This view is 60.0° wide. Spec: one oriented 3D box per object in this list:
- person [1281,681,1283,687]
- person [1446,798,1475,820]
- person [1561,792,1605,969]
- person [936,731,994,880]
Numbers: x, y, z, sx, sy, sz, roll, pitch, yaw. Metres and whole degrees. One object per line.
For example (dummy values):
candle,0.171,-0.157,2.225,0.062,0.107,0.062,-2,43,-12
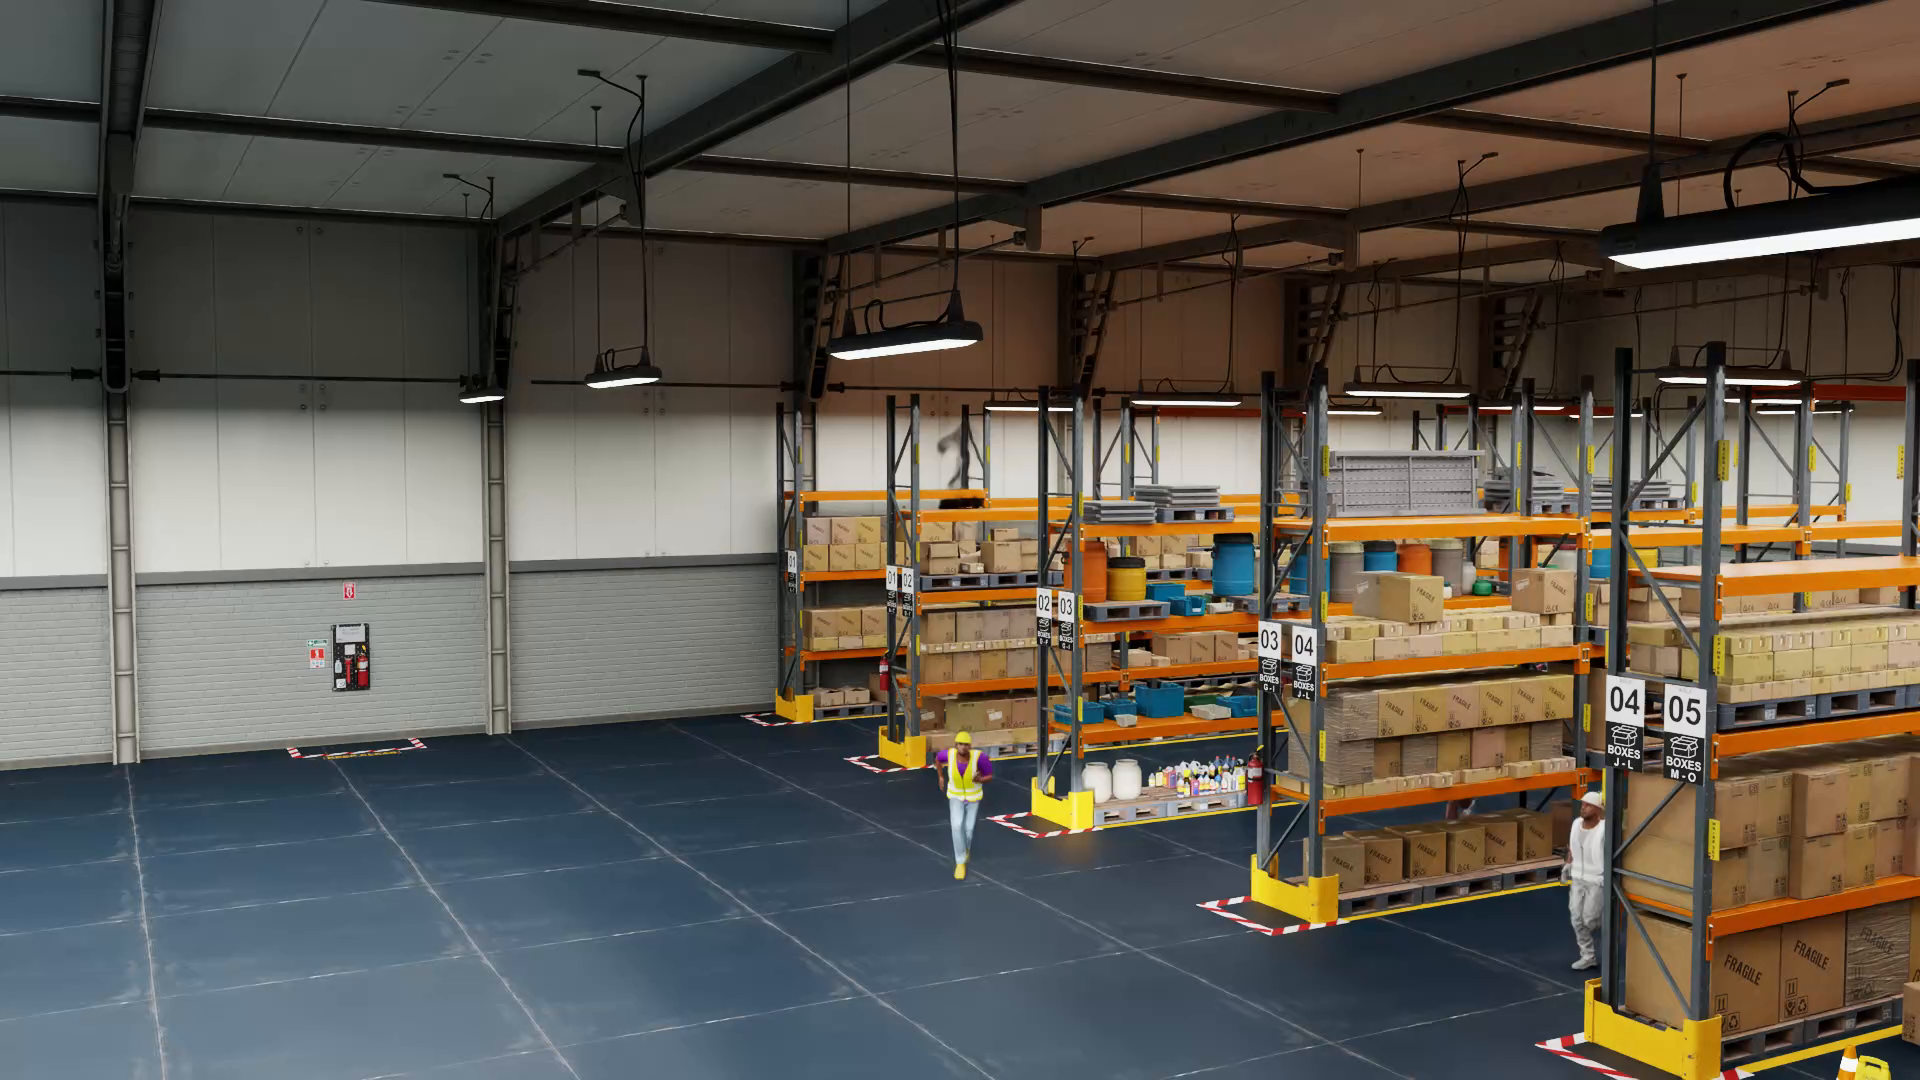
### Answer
person,6.240,2.451,33.164,0.821,1.711,0.668,-2,4,-31
person,6.723,3.082,22.362,0.758,1.628,0.588,-2,4,-33
person,6.298,3.365,16.488,0.566,1.747,0.676,-2,4,-33
person,0.056,3.165,20.200,0.691,1.775,0.965,0,3,-3
